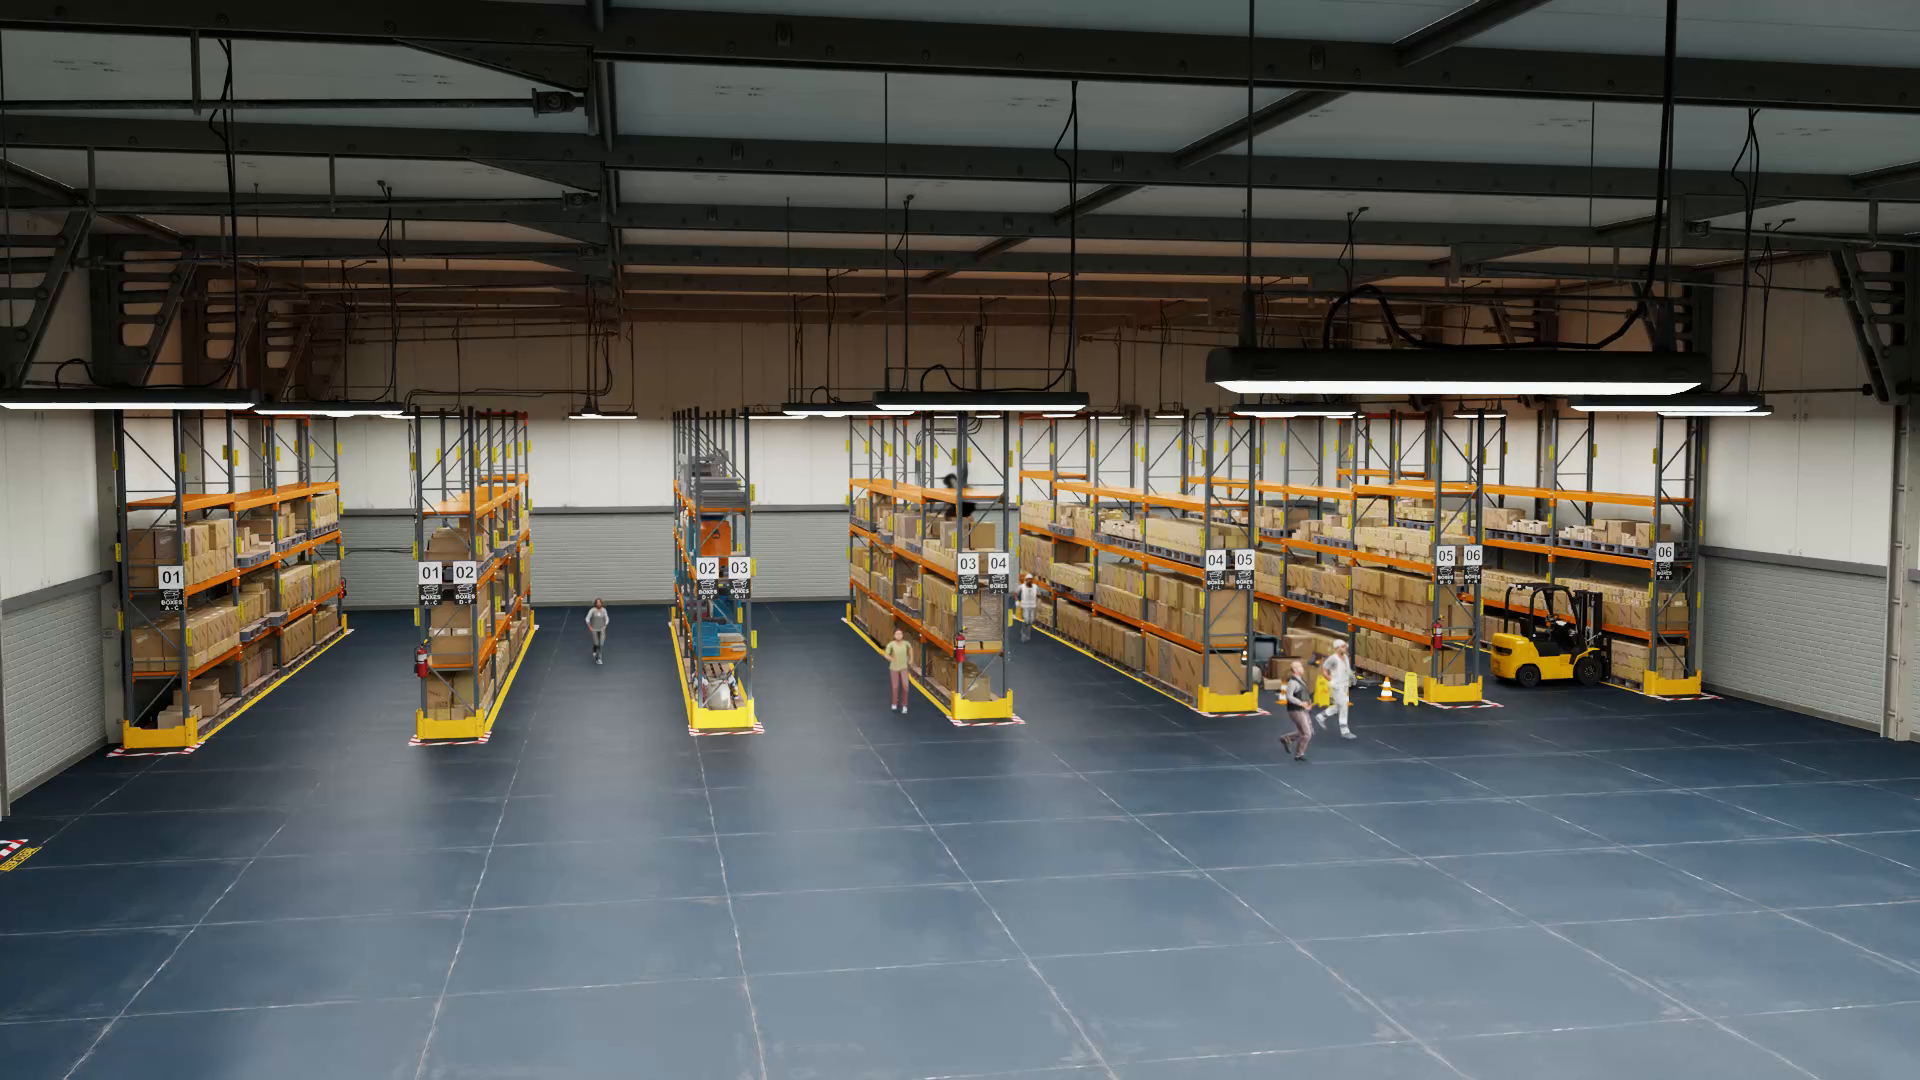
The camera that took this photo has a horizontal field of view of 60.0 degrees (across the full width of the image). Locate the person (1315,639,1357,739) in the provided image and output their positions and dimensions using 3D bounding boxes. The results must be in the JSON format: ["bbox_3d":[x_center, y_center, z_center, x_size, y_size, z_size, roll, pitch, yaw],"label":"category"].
[{"bbox_3d":[6.819,2.671,30.142,0.653,1.778,0.894,-4,6,-44],"label":"person"}]

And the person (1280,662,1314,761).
[{"bbox_3d":[5.686,2.889,28.092,0.612,1.669,0.657,2,5,26],"label":"person"}]

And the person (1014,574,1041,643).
[{"bbox_3d":[1.806,1.779,43.162,0.648,1.799,0.705,-1,4,-17],"label":"person"}]

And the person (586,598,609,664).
[{"bbox_3d":[-8.572,2.151,39.364,0.534,1.564,0.494,-2,4,-21],"label":"person"}]

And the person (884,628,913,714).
[{"bbox_3d":[-1.195,2.573,32.667,0.601,1.705,0.689,-1,4,-11],"label":"person"}]
